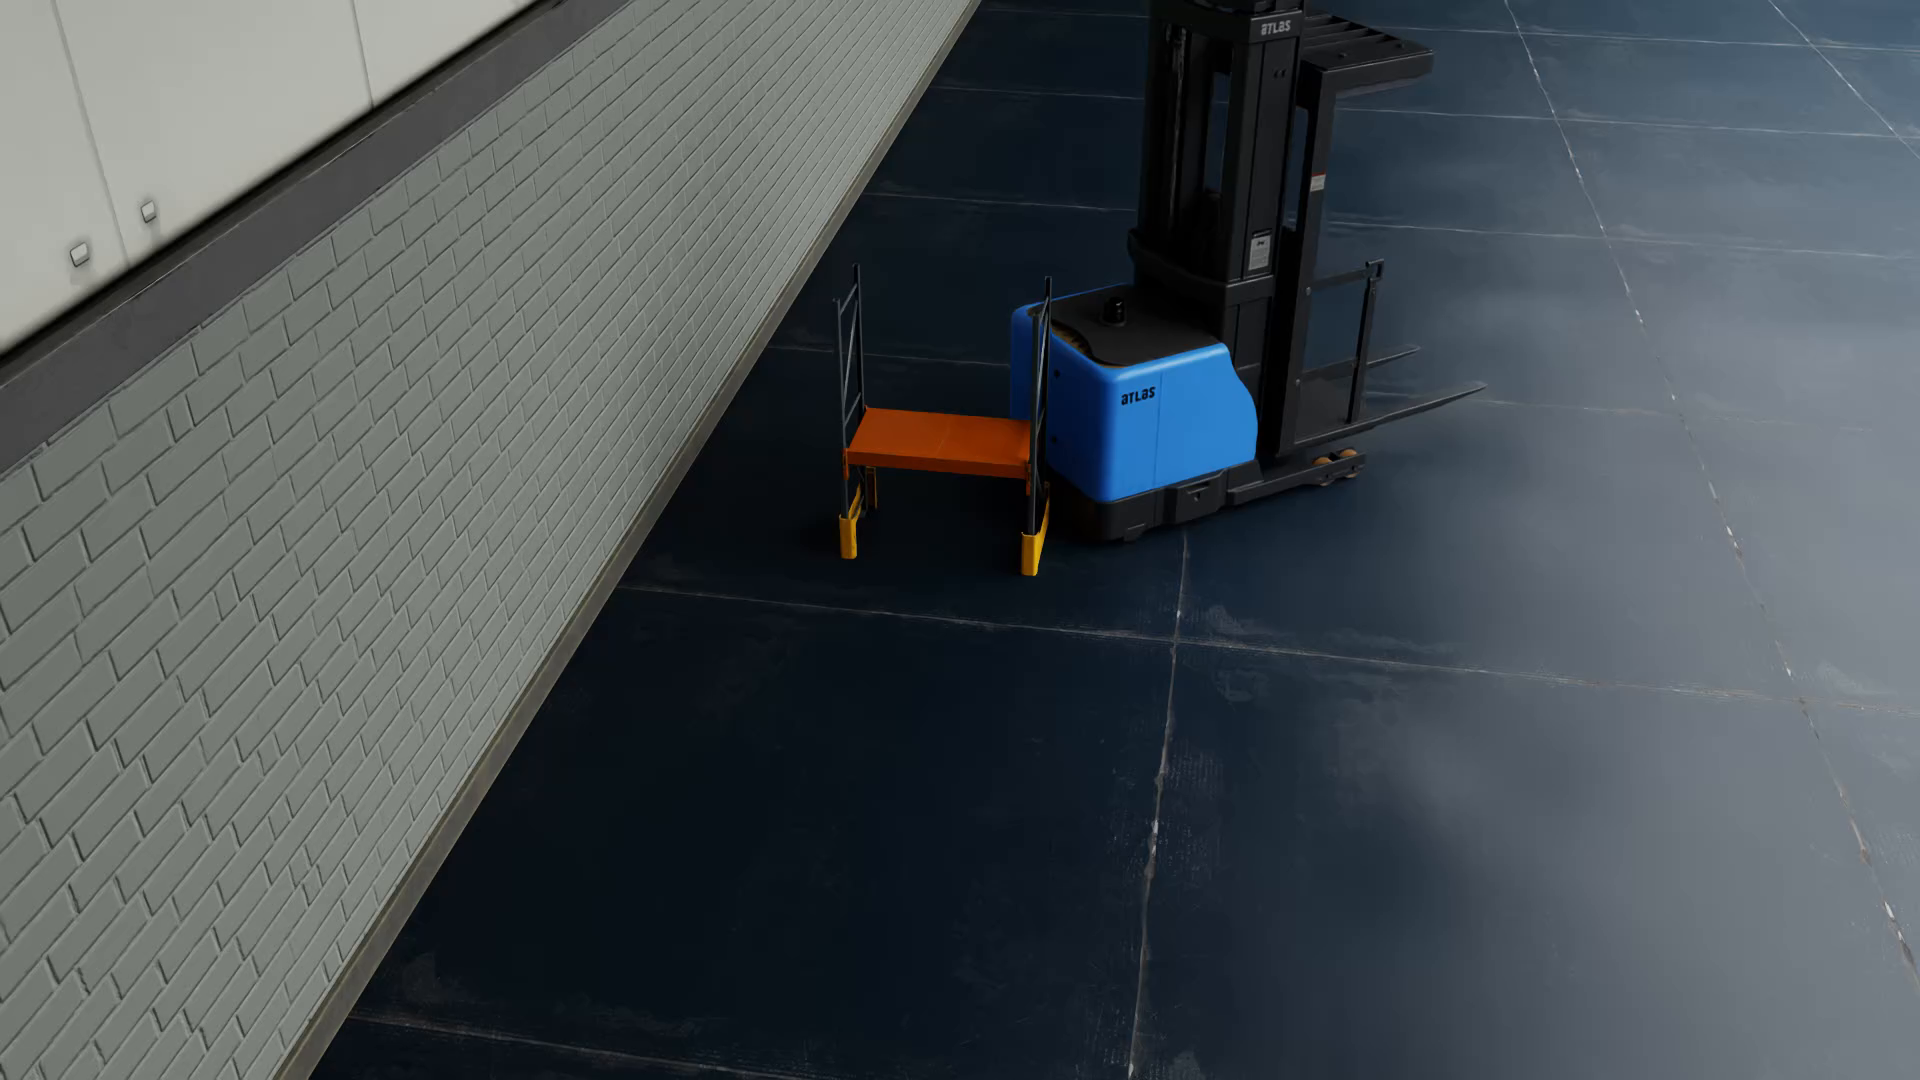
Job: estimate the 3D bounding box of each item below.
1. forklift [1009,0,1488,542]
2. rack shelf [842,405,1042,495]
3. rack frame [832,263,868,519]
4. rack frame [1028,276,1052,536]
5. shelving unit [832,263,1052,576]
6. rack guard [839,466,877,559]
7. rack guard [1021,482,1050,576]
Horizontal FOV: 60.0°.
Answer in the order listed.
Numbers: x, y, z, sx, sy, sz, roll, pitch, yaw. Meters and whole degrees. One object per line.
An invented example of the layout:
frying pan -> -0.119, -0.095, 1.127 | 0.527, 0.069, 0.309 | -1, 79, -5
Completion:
forklift -> 1.812, -1.787, 9.342 | 3.031, 2.935, 1.130 | -16, 36, -24
rack shelf -> -0.084, -0.491, 8.960 | 1.000, 0.185, 0.538 | 5, 32, 8
rack frame -> -0.585, -0.689, 8.937 | 0.032, 1.500, 0.500 | 5, 32, 8
rack frame -> 0.417, -0.598, 8.792 | 0.032, 1.500, 0.500 | 5, 32, 8
shelving unit -> -0.075, -0.643, 8.863 | 1.083, 1.500, 0.587 | 5, 32, 8
rack guard -> -0.566, -0.157, 9.266 | 0.087, 0.250, 0.587 | 5, 32, 8
rack guard -> 0.416, -0.068, 9.124 | 0.087, 0.250, 0.587 | 5, 32, 8
